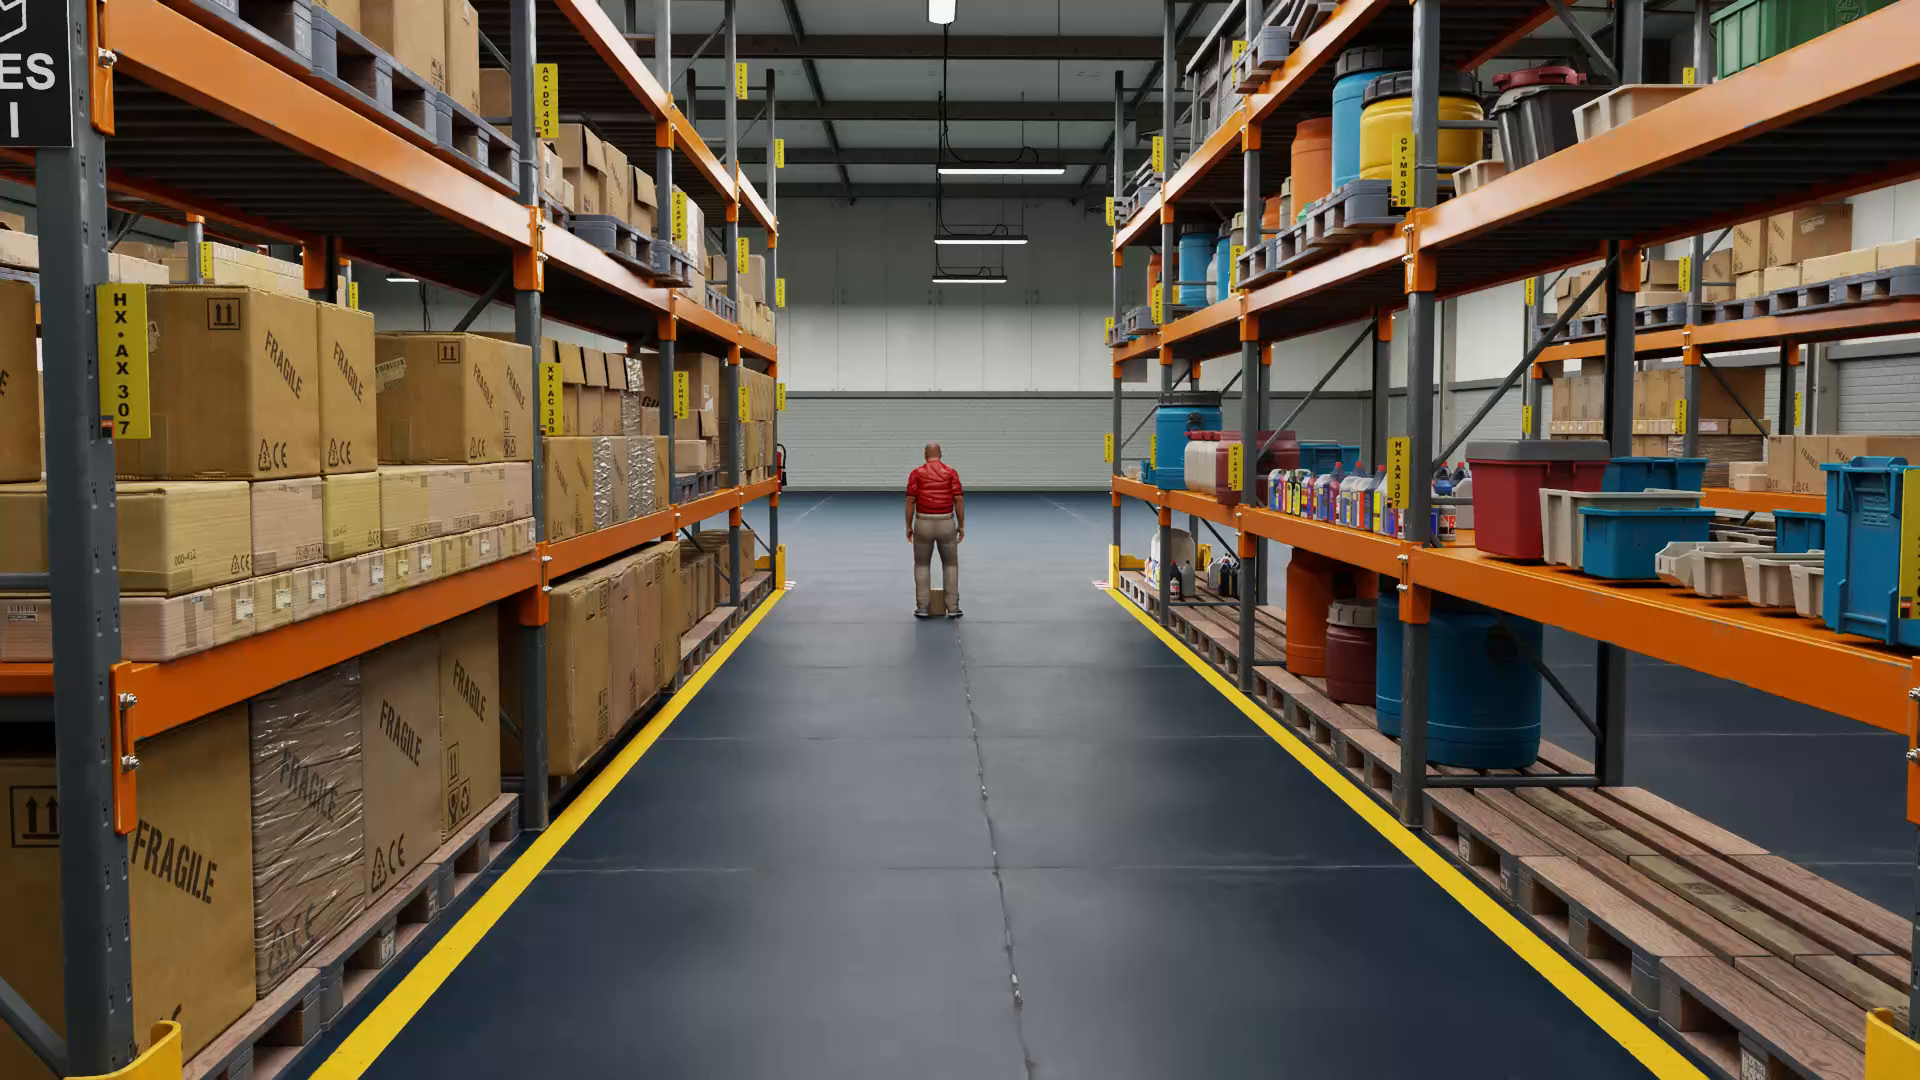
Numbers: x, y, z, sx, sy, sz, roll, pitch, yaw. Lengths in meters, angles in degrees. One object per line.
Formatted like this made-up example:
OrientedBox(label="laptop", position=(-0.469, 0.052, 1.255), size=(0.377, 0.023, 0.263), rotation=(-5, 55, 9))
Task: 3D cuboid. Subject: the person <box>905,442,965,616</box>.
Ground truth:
OrientedBox(label="person", position=(-0.246, -0.106, 16.468), size=(0.586, 1.726, 0.396), rotation=(0, 4, -1))
